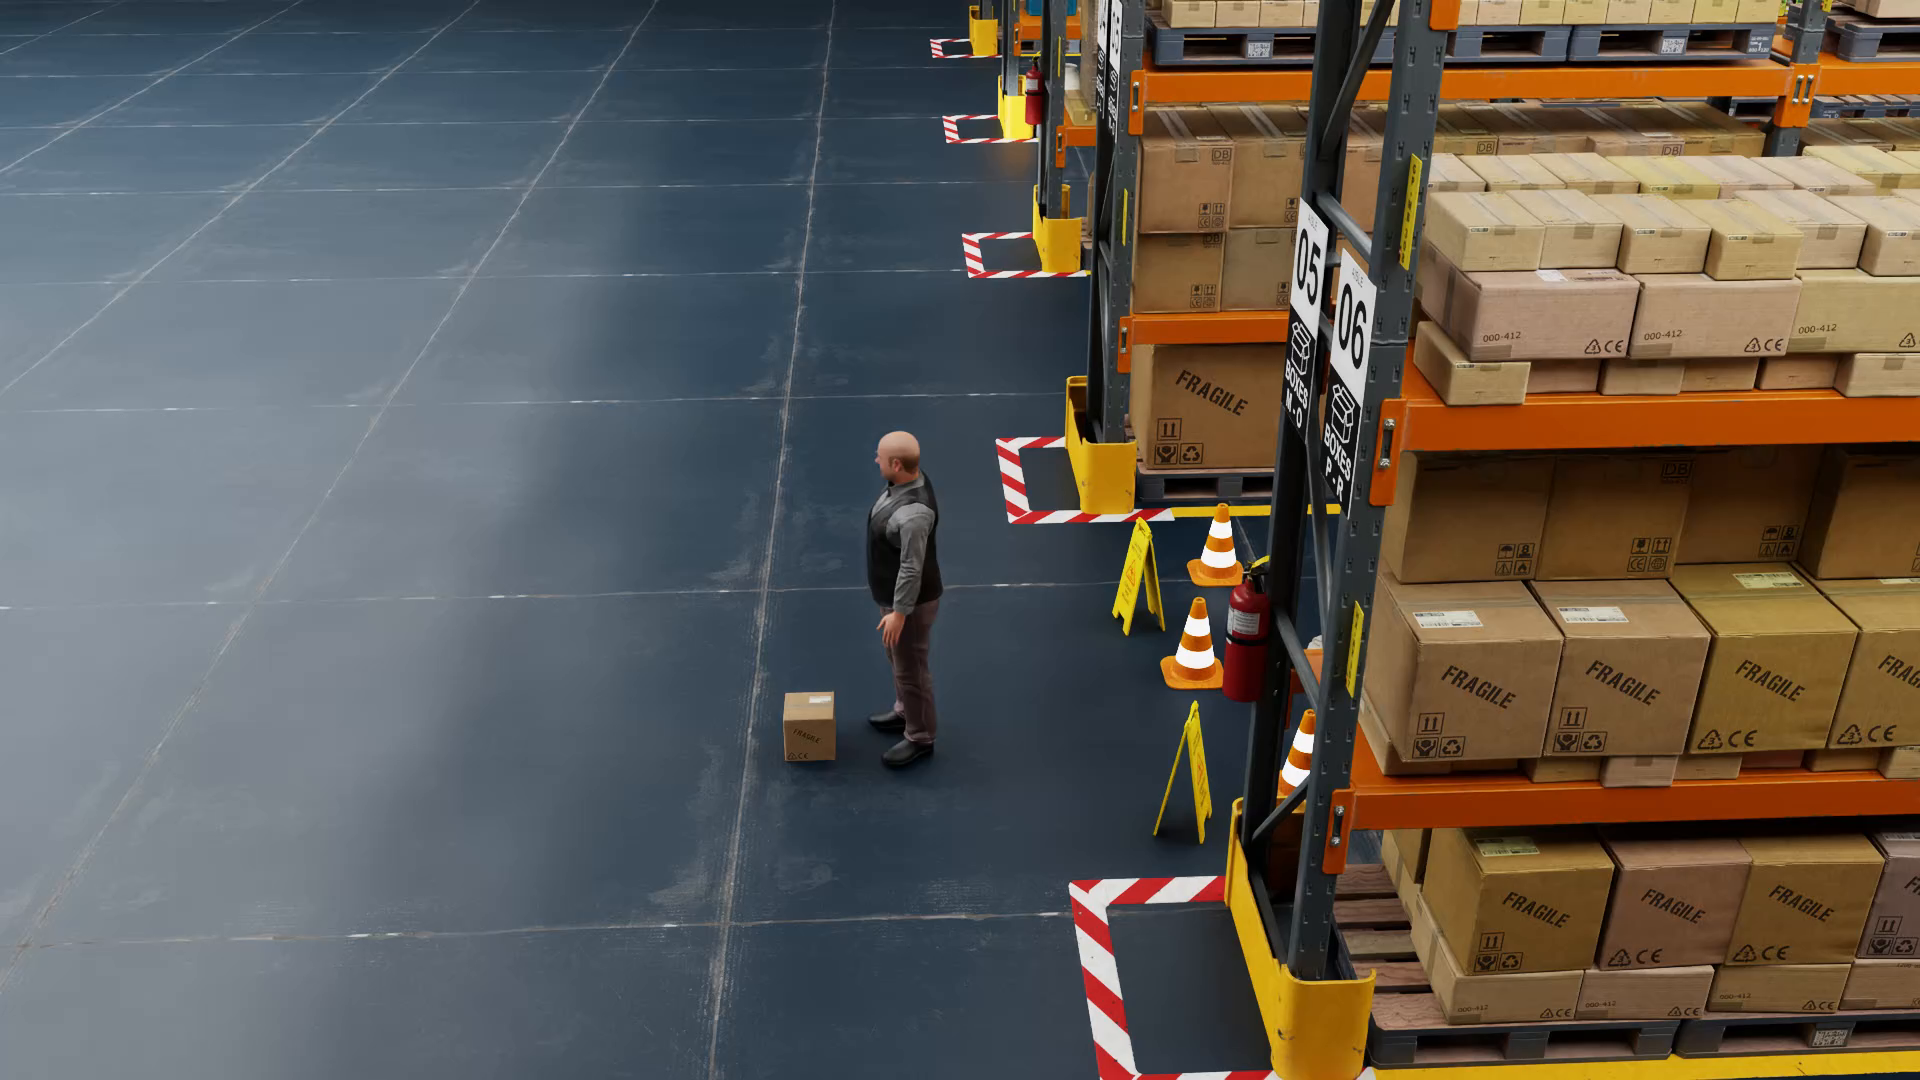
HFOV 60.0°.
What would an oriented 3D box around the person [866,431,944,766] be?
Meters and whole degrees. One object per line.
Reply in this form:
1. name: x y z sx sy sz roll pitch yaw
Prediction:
1. person: -0.270 0.269 8.087 0.357 1.726 0.558 -5 28 -9
